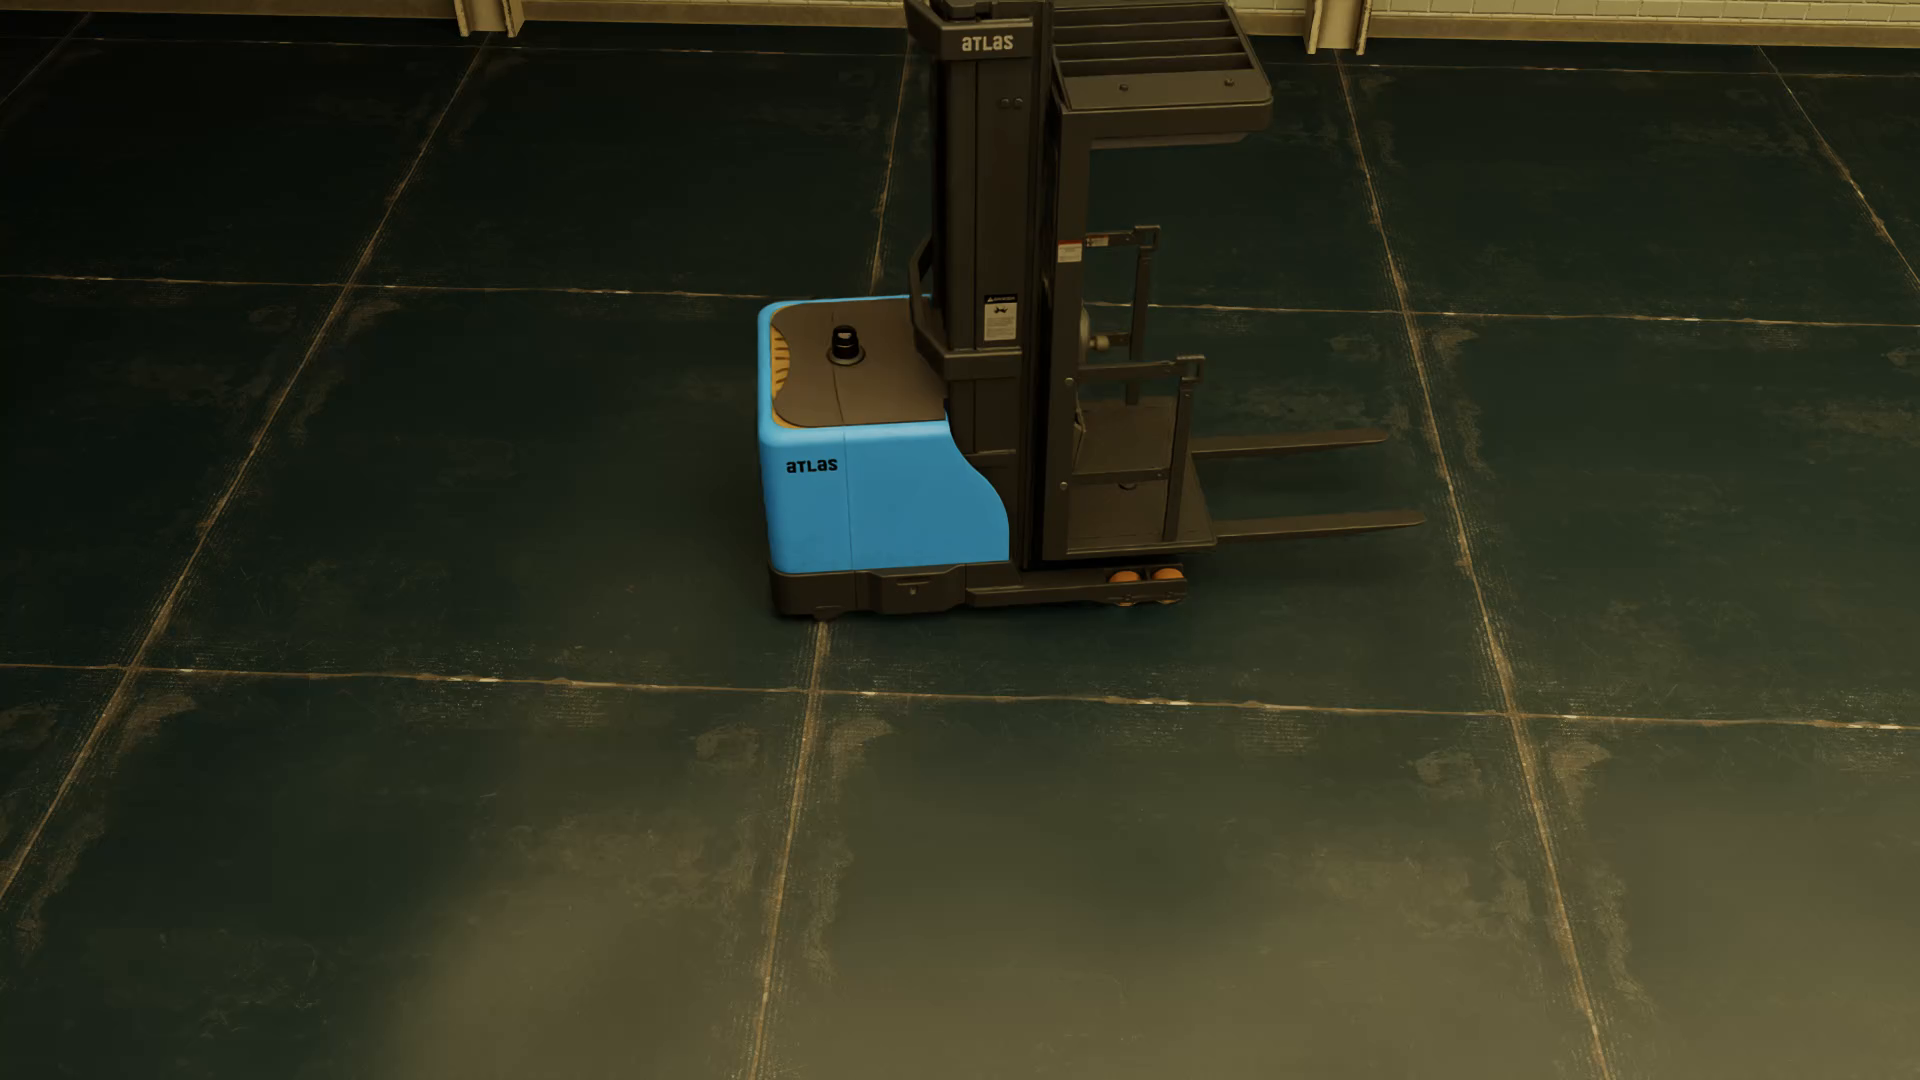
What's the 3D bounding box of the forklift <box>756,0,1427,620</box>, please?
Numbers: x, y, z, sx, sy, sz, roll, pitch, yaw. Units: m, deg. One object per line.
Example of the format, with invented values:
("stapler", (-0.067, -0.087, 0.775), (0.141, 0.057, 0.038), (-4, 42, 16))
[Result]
("forklift", (0.619, -1.134, 6.985), (3.031, 2.935, 1.130), (-4, 43, -4))
